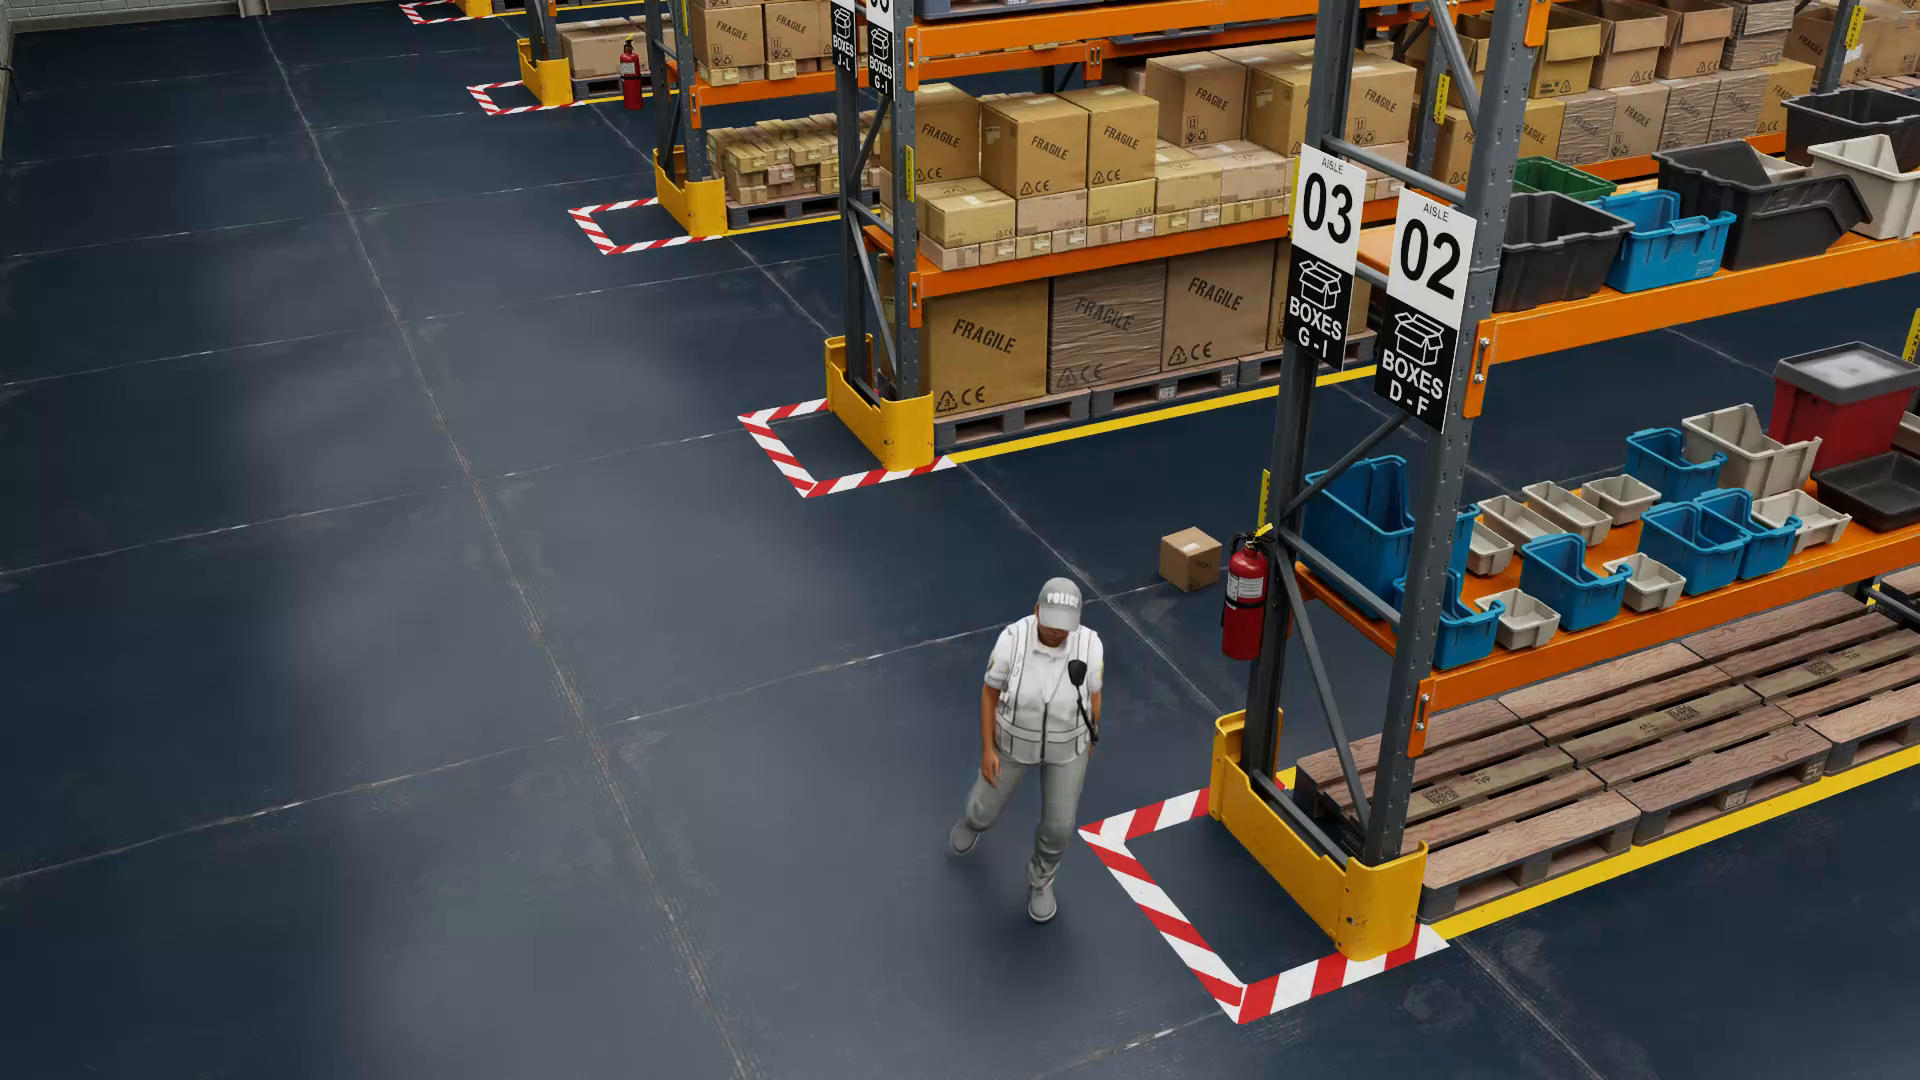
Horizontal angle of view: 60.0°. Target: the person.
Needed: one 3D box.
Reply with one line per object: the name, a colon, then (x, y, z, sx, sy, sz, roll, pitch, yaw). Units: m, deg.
person: (0.269, 0.812, 7.018, 0.635, 1.640, 0.606, 1, 30, 1)
